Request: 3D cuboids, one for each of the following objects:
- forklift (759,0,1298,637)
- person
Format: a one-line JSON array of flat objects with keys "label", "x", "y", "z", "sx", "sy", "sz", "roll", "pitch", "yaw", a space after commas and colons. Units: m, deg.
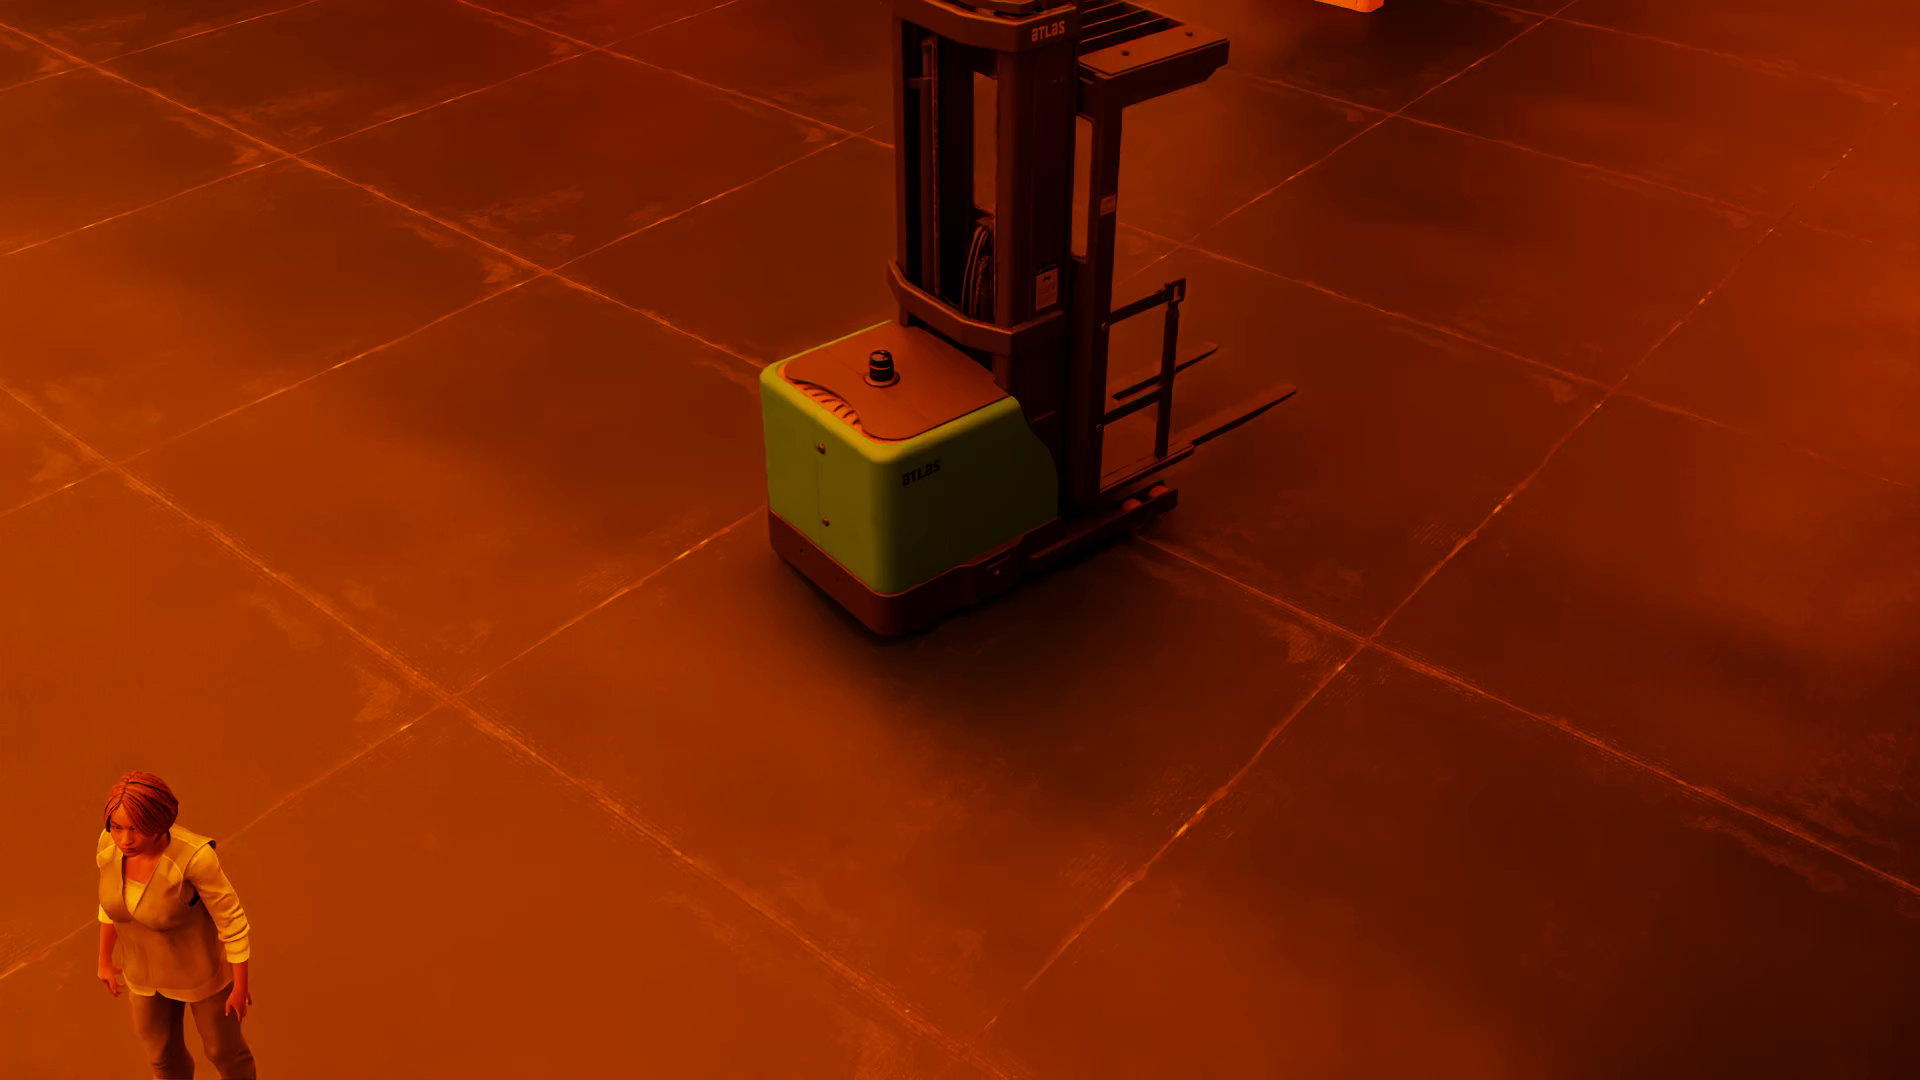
[{"label": "forklift", "x": 0.506, "y": -1.449, "z": 8.010, "sx": 3.031, "sy": 2.935, "sz": 1.130, "roll": -25, "pitch": 43, "yaw": -31}, {"label": "person", "x": -2.473, "y": 1.409, "z": 5.198, "sx": 0.520, "sy": 1.597, "sz": 0.475, "roll": 6, "pitch": 36, "yaw": 8}]
